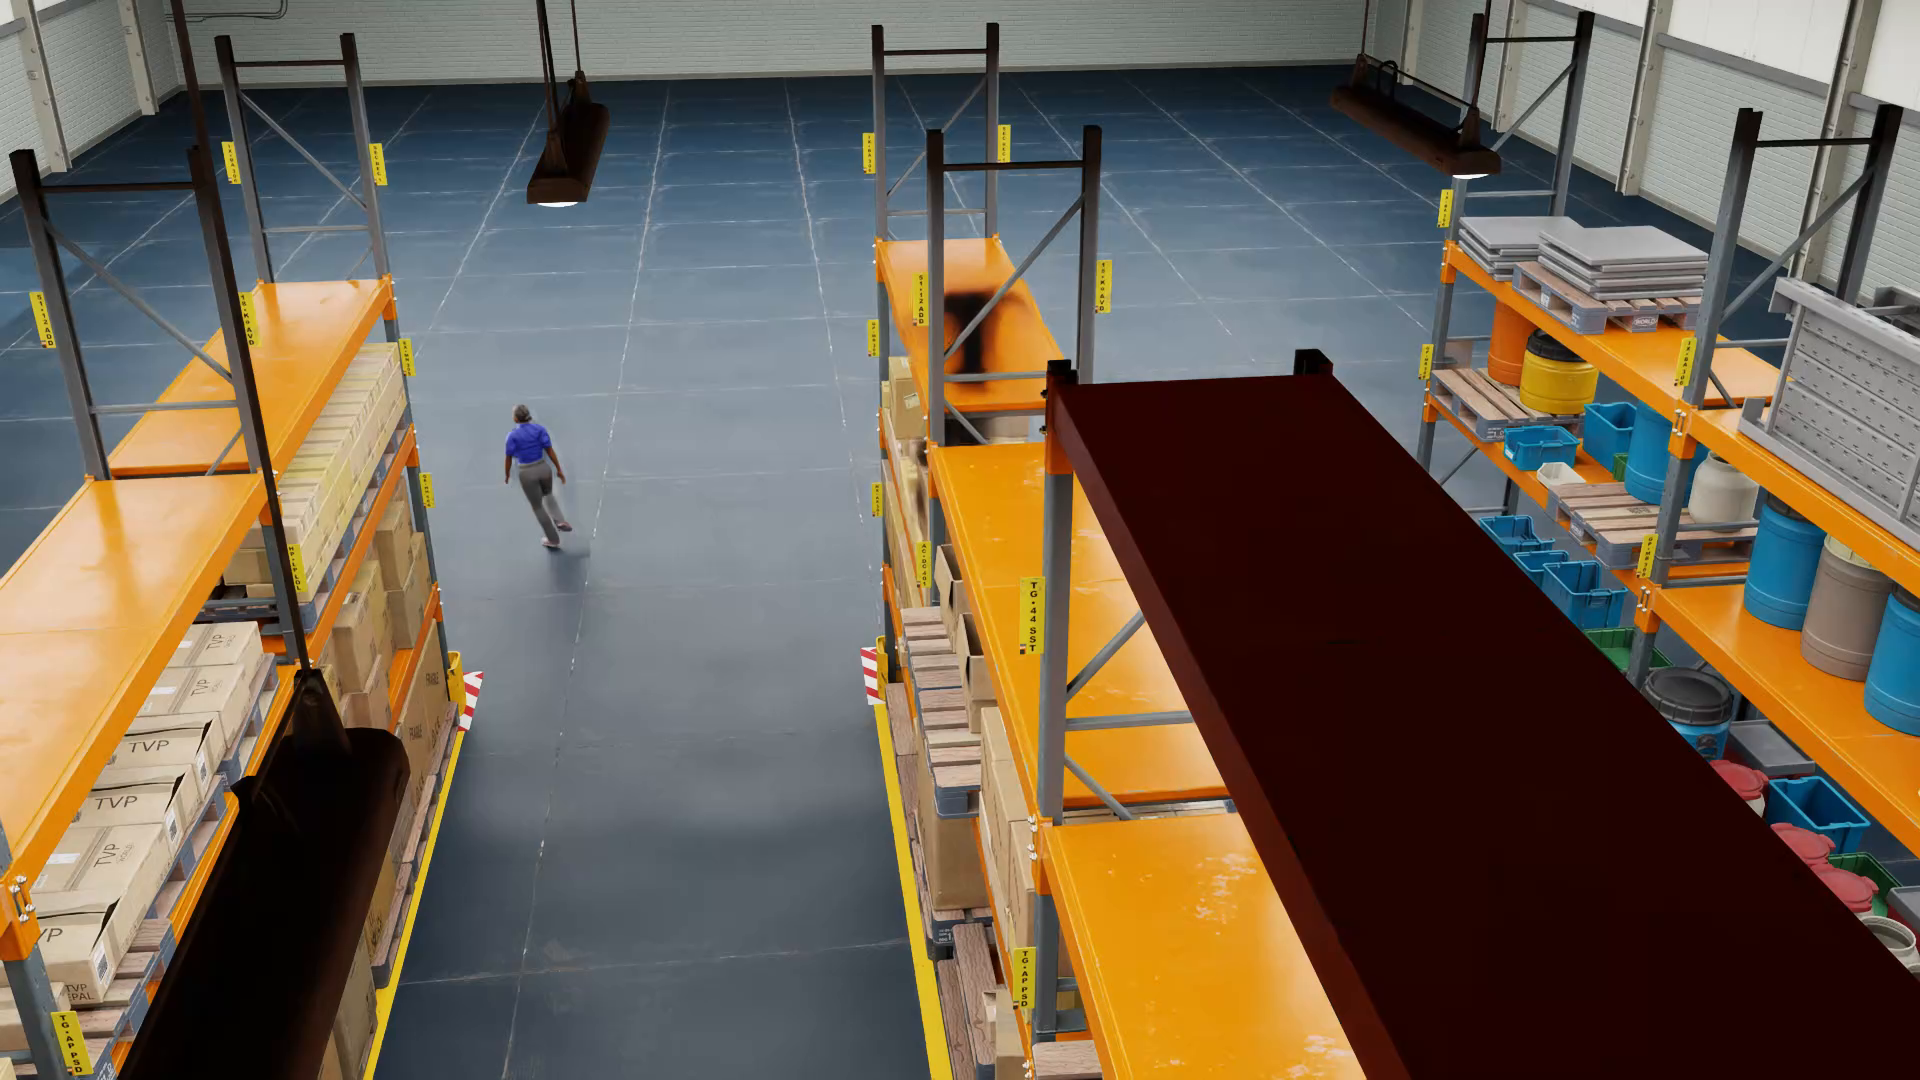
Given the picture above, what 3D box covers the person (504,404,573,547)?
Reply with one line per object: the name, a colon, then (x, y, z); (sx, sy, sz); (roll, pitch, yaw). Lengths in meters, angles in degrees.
person: (-4.621, -0.703, 18.103); (0.581, 1.630, 0.545); (-20, 32, -35)
